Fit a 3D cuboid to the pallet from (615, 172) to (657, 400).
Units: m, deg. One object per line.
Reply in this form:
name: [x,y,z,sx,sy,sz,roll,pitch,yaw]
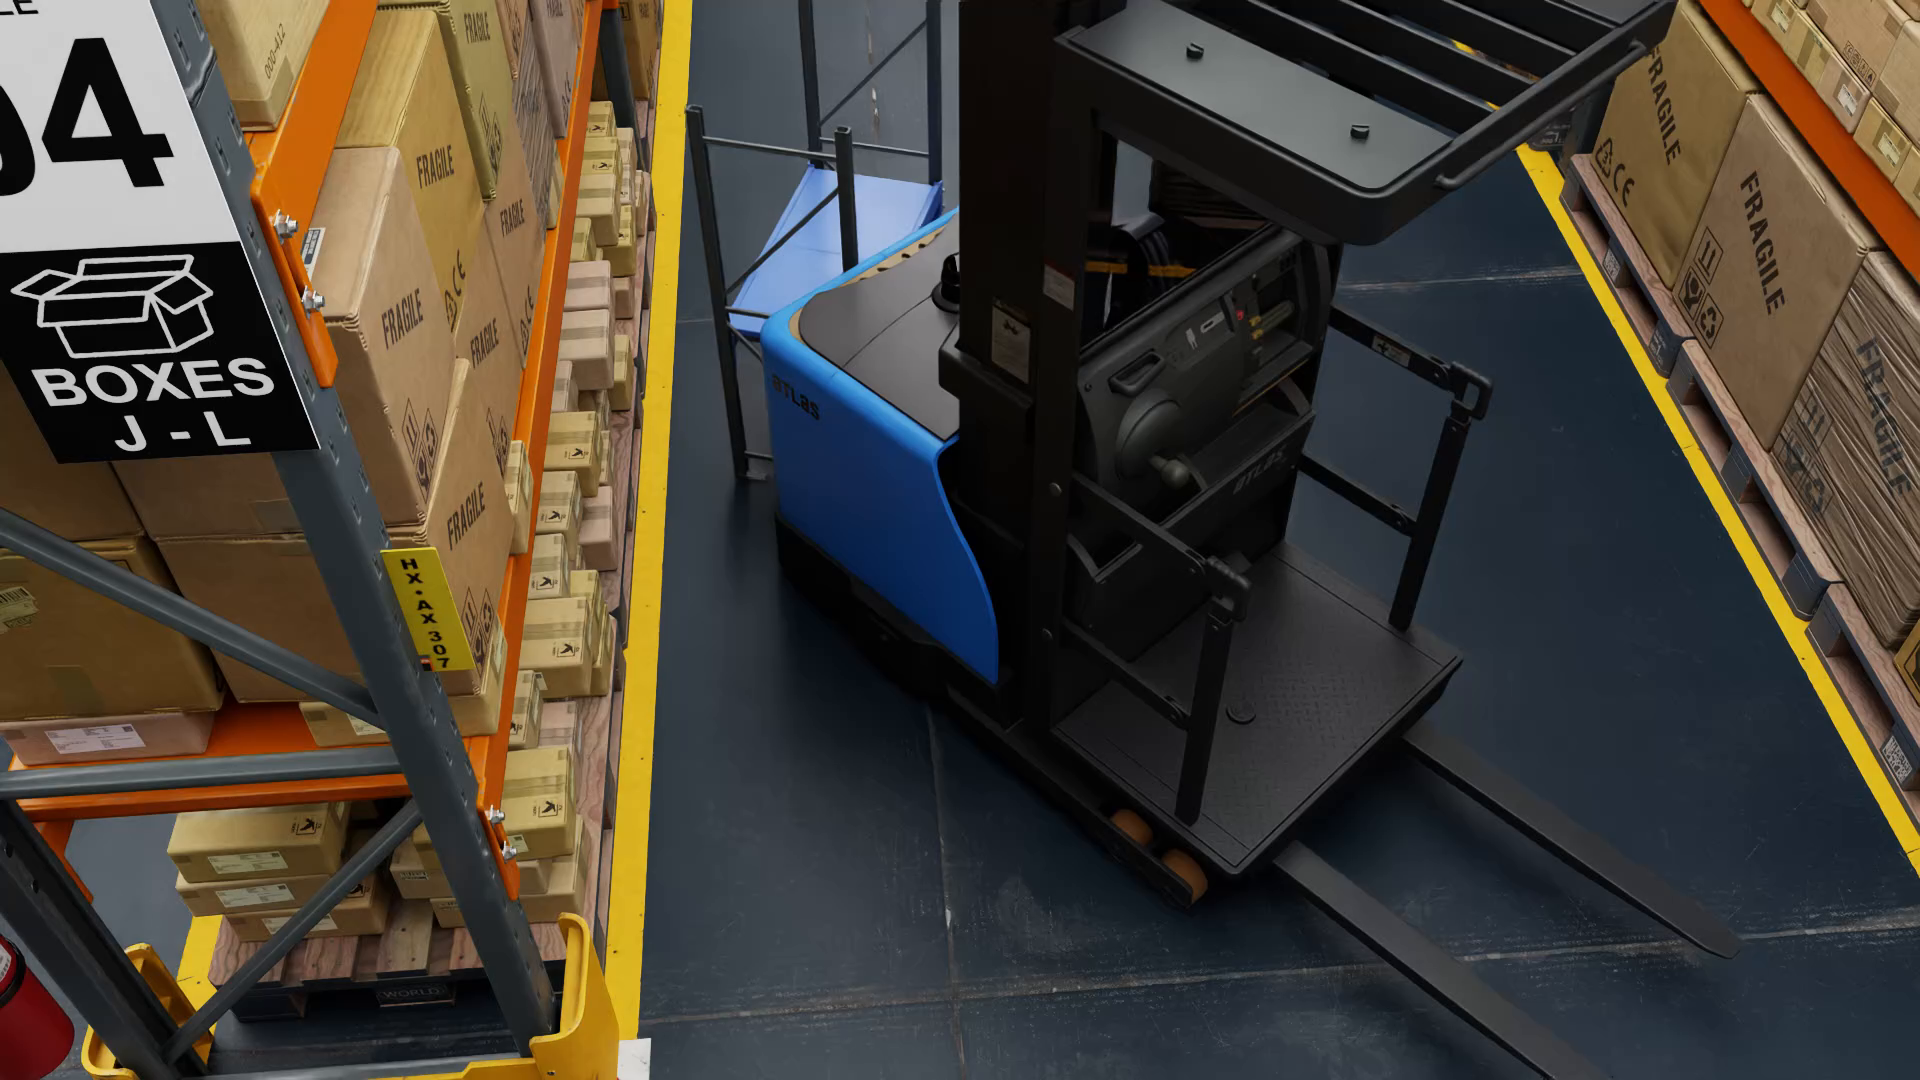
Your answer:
pallet: [-1.733,-0.992,6.544,1.003,0.211,1.213,-3,47,-3]

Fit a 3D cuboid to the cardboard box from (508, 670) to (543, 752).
cardboard box: [-1.338,0.499,4.476,0.380,0.149,0.250,-3,47,-3]

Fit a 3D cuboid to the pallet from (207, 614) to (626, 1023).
pallet: [-1.529,0.773,4.872,1.003,0.211,1.213,-3,47,-3]

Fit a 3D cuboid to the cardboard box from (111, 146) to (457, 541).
cardboard box: [-1.263,-0.362,3.065,0.500,0.500,0.500,-4,47,-4]

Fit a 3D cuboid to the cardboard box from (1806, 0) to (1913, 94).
cardboard box: [2.990,-1.623,5.120,0.500,0.250,0.500,-2,47,-2]

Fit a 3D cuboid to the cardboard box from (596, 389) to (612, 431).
cardboard box: [-1.411,-0.394,5.732,0.380,0.149,0.250,-3,47,-3]

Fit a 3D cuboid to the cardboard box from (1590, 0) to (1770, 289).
cardboard box: [3.102,-1.594,6.368,0.875,0.875,0.875,-3,47,-3]

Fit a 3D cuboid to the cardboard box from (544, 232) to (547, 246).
cardboard box: [-1.372,-0.834,4.647,0.380,0.149,0.250,-2,47,-2]

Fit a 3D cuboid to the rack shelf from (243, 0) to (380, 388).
rack shelf: [-1.657,-1.772,3.792,1.077,0.370,4.000,-3,47,-3]

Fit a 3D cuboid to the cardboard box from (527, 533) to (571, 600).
cardboard box: [-1.335,0.134,4.821,0.380,0.149,0.250,-6,47,-5]

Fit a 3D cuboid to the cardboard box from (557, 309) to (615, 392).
cardboard box: [-1.353,-0.623,5.538,0.380,0.149,0.250,-5,47,-5]

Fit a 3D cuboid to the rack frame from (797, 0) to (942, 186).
rack frame: [-0.311,-1.428,6.070,0.500,1.500,0.032,10,47,10]

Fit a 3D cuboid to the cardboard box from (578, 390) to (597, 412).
cardboard box: [-1.440,-0.539,5.664,0.380,0.149,0.250,-5,47,-5]

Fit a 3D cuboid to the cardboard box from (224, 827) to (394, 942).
cardboard box: [-1.742,0.927,4.480,0.380,0.149,0.250,-3,47,-3]

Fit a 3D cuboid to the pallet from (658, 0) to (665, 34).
pallet: [-1.996,-2.924,8.374,1.003,0.211,1.213,-3,47,-3]

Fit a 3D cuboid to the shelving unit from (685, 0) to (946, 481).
shelving unit: [-0.436,-1.070,5.731,0.538,1.500,1.048,10,47,10]

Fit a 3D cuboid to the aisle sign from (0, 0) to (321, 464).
aisle sign: [-1.185,-0.400,2.272,0.394,0.787,0.004,-3,47,-3]

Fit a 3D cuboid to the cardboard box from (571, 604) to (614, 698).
cardboard box: [-1.258,0.341,5.035,0.380,0.149,0.250,-3,47,-3]

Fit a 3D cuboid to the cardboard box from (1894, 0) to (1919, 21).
cardboard box: [2.994,-1.877,4.843,0.500,0.500,0.500,-5,47,-5]

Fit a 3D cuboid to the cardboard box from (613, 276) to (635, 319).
cardboard box: [-1.427,-0.955,6.263,0.380,0.149,0.250,-5,47,-5]

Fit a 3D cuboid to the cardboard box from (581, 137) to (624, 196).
cardboard box: [-1.474,-1.379,6.255,0.380,0.149,0.250,-3,47,-3]

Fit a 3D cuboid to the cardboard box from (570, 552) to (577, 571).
cardboard box: [-1.383,0.047,5.109,0.380,0.149,0.250,-6,47,-5]

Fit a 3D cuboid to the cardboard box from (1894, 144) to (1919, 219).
cardboard box: [2.976,-1.026,4.829,0.380,0.149,0.250,-3,47,-3]

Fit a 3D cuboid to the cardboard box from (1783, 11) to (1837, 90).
cardboard box: [2.910,-1.587,5.360,0.380,0.149,0.250,-4,47,-4]

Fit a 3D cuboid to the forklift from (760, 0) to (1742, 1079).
forklift: [0.783,-0.390,4.101,1.130,2.935,3.031,-35,56,-29]

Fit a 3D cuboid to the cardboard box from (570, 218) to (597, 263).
cardboard box: [-1.502,-1.007,5.902,0.380,0.149,0.250,-2,47,-2]

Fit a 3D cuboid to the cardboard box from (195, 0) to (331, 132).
cardboard box: [-1.272,-0.861,2.537,0.500,0.250,0.500,-2,47,-2]

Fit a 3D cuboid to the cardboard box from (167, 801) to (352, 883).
cardboard box: [-1.786,0.723,4.264,0.380,0.149,0.250,-3,47,-3]

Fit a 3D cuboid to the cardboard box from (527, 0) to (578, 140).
cardboard box: [-1.420,-1.503,4.834,0.500,0.500,0.500,-4,47,-4]

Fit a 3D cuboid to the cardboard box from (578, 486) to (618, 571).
cardboard box: [-1.308,-0.023,5.380,0.380,0.149,0.250,-6,47,-5]

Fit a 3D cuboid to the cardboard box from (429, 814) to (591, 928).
cardboard box: [-1.214,0.897,4.509,0.380,0.149,0.250,-3,47,-2]

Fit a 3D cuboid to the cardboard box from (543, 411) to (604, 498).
cardboard box: [-1.325,-0.260,5.195,0.380,0.149,0.250,-3,47,-3]

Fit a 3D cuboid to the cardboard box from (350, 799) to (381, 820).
cardboard box: [-1.786,0.636,4.551,0.380,0.149,0.250,-4,47,-4]

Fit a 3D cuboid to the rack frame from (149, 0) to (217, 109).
rack frame: [-1.490,-1.604,1.071,1.000,3.000,0.127,-3,47,-3]

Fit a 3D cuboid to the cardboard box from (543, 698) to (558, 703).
cardboard box: [-1.353,0.425,4.751,0.380,0.149,0.250,-3,47,-3]

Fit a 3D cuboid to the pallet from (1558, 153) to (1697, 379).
pallet: [3.112,-1.149,6.693,1.003,0.211,1.213,-3,47,-3]

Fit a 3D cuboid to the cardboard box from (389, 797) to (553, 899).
cardboard box: [-1.278,0.798,4.397,0.380,0.149,0.250,-2,47,-2]

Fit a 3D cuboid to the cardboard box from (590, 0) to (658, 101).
cardboard box: [-1.622,-2.270,7.267,0.500,0.500,0.500,-2,47,-2]

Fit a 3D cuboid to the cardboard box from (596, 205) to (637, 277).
cardboard box: [-1.406,-1.105,6.200,0.380,0.149,0.250,-5,47,-5]

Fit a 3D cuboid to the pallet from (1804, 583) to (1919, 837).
pallet: [3.316,0.616,5.021,1.003,0.211,1.213,-3,47,-3]

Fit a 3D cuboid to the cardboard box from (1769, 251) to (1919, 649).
cardboard box: [3.252,-0.299,5.142,0.875,0.875,0.875,-3,47,-3]

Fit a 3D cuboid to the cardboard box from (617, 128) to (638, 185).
cardboard box: [-1.481,-1.493,6.567,0.380,0.149,0.250,-3,47,-2]
